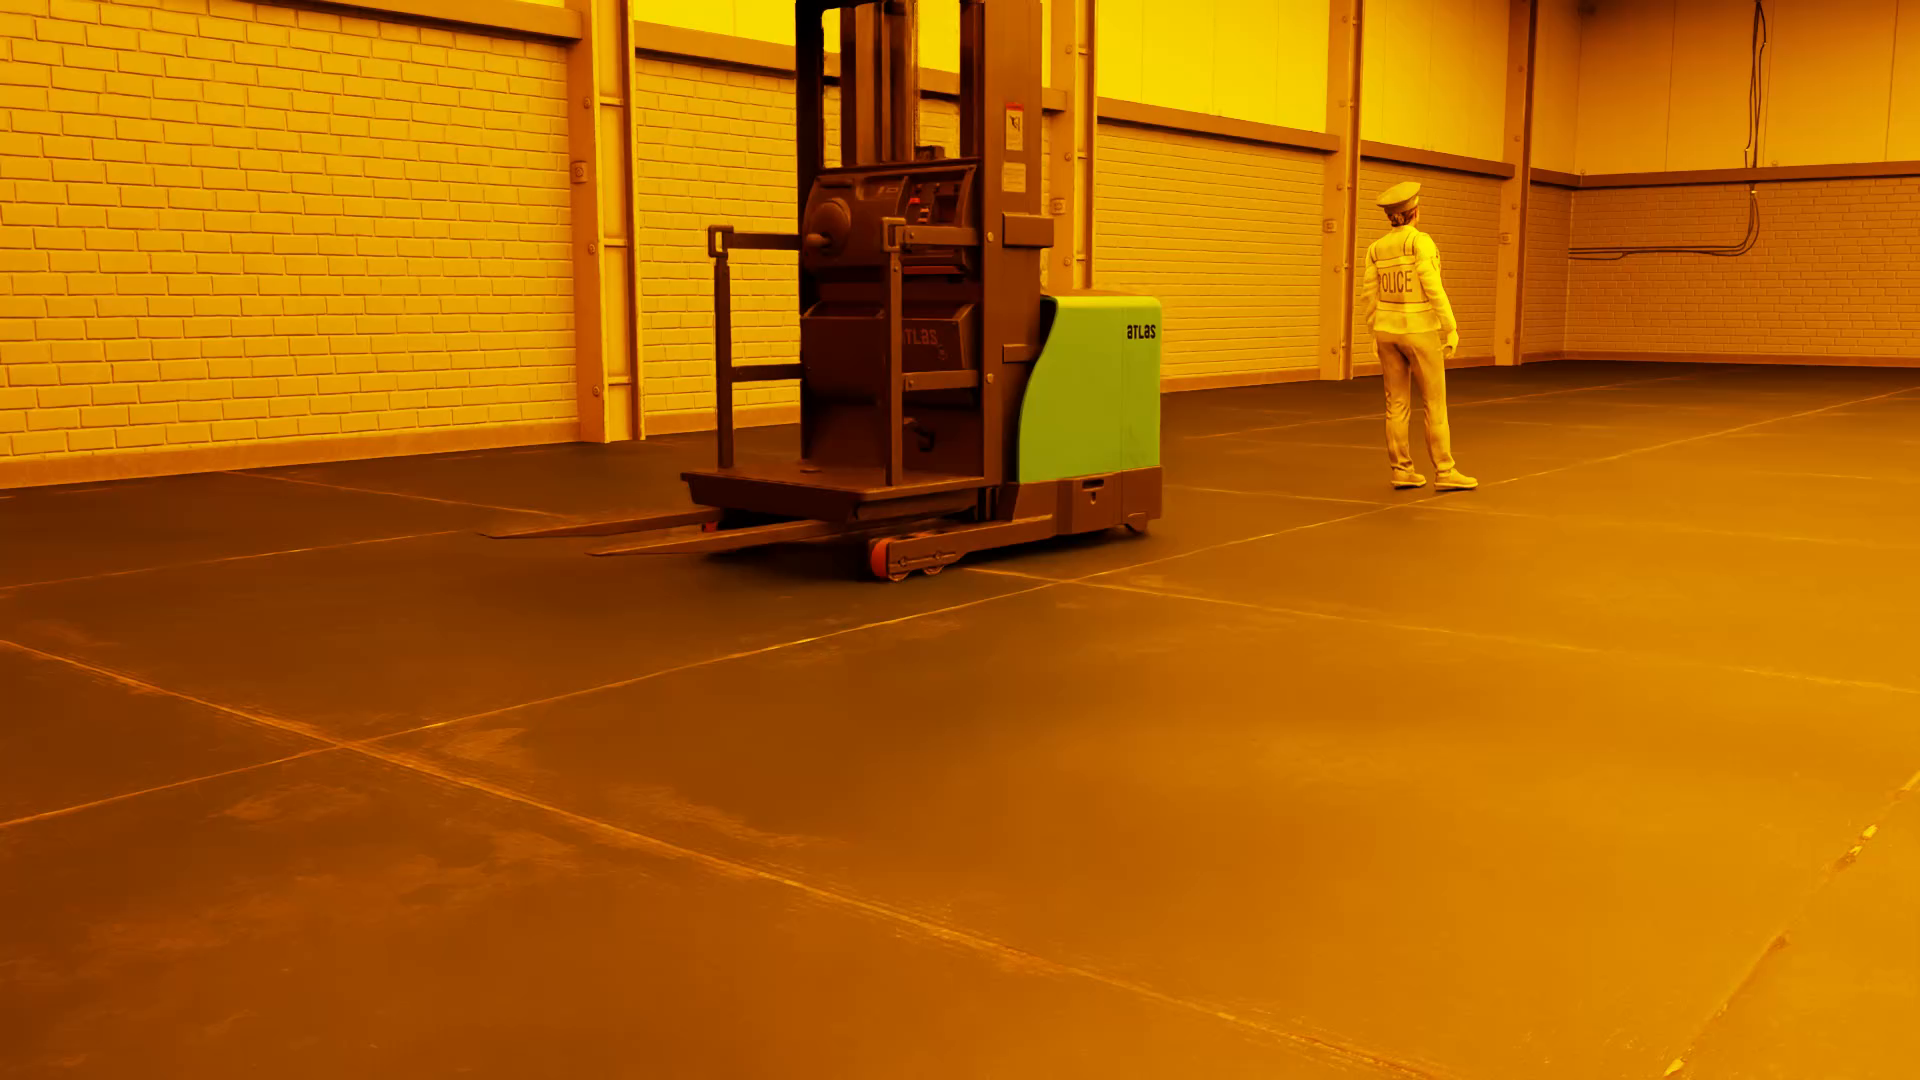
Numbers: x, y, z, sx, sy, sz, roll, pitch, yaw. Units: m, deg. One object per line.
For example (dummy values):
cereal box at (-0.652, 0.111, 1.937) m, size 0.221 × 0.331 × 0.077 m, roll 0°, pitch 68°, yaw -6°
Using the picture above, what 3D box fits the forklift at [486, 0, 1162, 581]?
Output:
forklift at (-0.440, -1.375, 6.681) m, size 1.130 × 2.935 × 3.031 m, roll 8°, pitch 11°, yaw 42°

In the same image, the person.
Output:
person at (2.552, -1.141, 9.303) m, size 0.532 × 1.694 × 0.586 m, roll -6°, pitch 10°, yaw -37°
